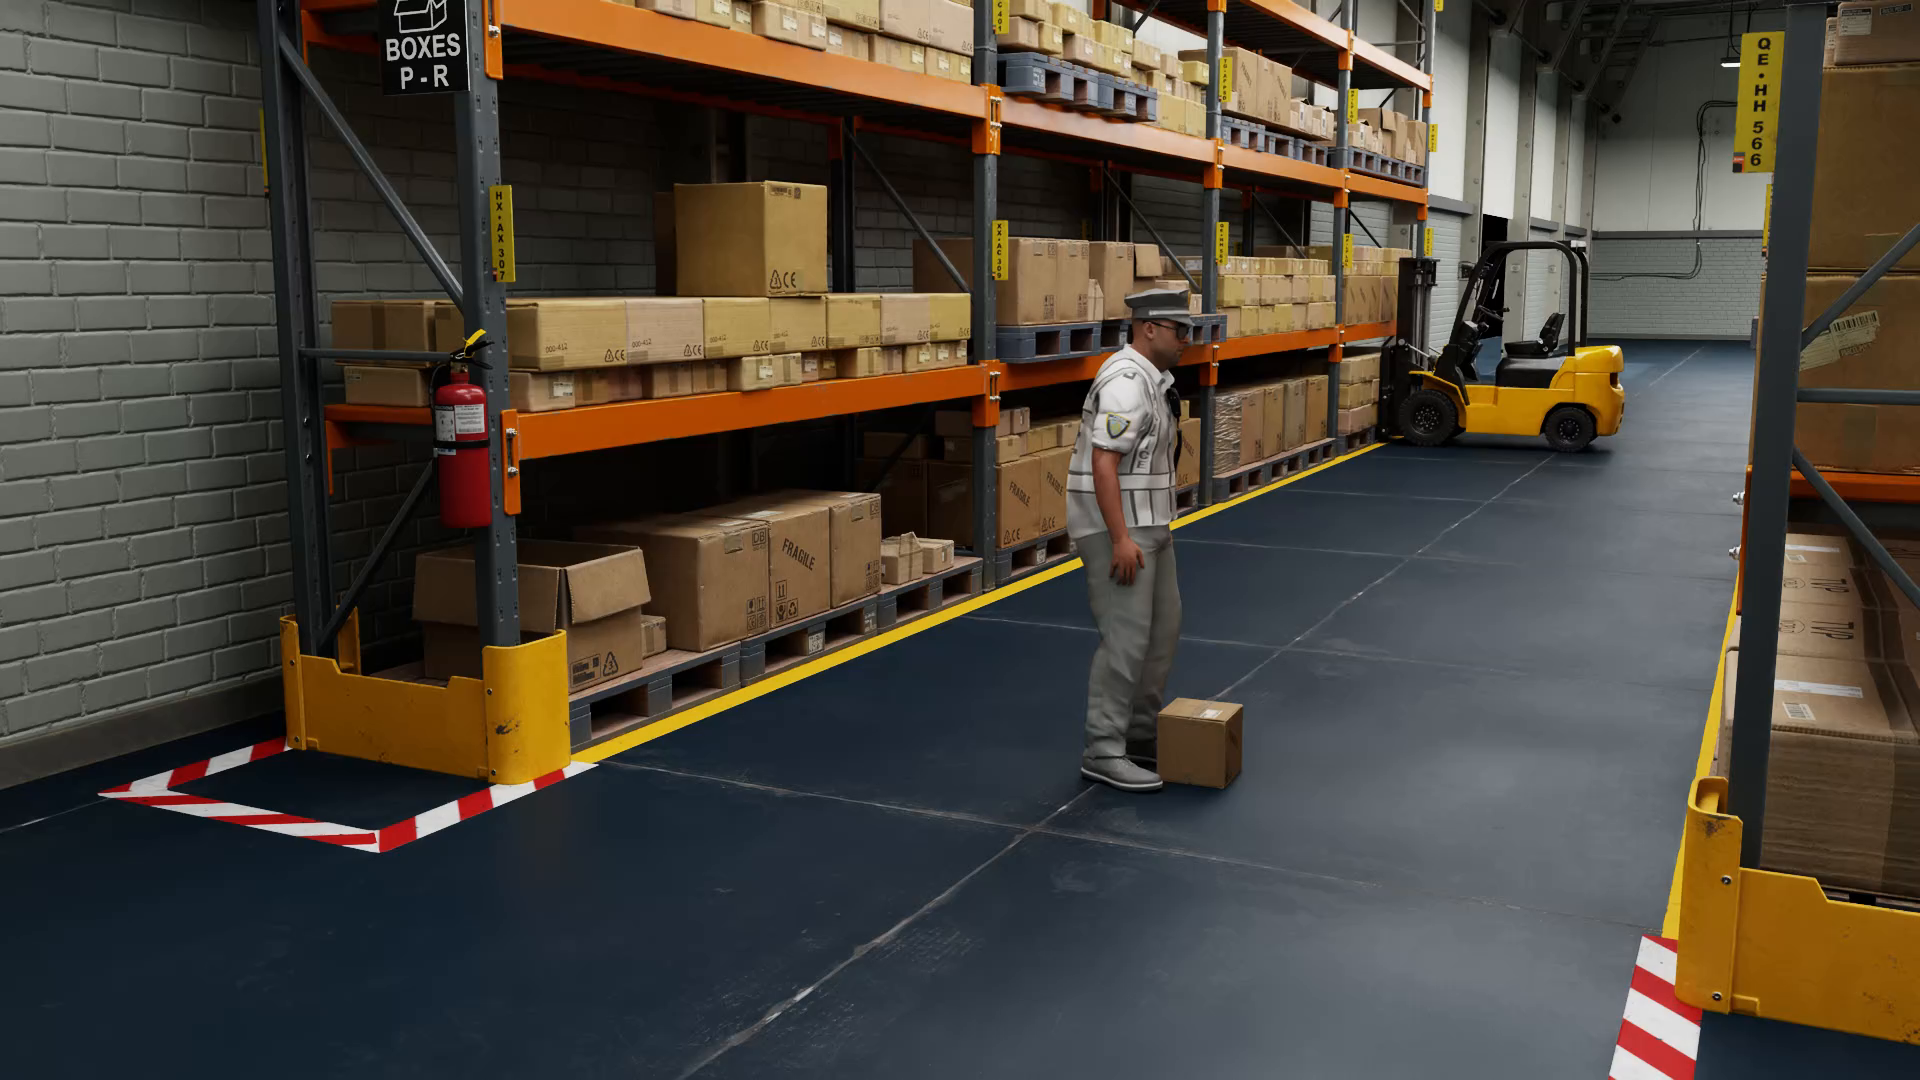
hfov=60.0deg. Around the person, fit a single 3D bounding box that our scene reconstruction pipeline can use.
[{"bbox_3d":[0.635,-0.026,6.004,0.479,1.747,0.605,4,10,22],"label":"person"}]
